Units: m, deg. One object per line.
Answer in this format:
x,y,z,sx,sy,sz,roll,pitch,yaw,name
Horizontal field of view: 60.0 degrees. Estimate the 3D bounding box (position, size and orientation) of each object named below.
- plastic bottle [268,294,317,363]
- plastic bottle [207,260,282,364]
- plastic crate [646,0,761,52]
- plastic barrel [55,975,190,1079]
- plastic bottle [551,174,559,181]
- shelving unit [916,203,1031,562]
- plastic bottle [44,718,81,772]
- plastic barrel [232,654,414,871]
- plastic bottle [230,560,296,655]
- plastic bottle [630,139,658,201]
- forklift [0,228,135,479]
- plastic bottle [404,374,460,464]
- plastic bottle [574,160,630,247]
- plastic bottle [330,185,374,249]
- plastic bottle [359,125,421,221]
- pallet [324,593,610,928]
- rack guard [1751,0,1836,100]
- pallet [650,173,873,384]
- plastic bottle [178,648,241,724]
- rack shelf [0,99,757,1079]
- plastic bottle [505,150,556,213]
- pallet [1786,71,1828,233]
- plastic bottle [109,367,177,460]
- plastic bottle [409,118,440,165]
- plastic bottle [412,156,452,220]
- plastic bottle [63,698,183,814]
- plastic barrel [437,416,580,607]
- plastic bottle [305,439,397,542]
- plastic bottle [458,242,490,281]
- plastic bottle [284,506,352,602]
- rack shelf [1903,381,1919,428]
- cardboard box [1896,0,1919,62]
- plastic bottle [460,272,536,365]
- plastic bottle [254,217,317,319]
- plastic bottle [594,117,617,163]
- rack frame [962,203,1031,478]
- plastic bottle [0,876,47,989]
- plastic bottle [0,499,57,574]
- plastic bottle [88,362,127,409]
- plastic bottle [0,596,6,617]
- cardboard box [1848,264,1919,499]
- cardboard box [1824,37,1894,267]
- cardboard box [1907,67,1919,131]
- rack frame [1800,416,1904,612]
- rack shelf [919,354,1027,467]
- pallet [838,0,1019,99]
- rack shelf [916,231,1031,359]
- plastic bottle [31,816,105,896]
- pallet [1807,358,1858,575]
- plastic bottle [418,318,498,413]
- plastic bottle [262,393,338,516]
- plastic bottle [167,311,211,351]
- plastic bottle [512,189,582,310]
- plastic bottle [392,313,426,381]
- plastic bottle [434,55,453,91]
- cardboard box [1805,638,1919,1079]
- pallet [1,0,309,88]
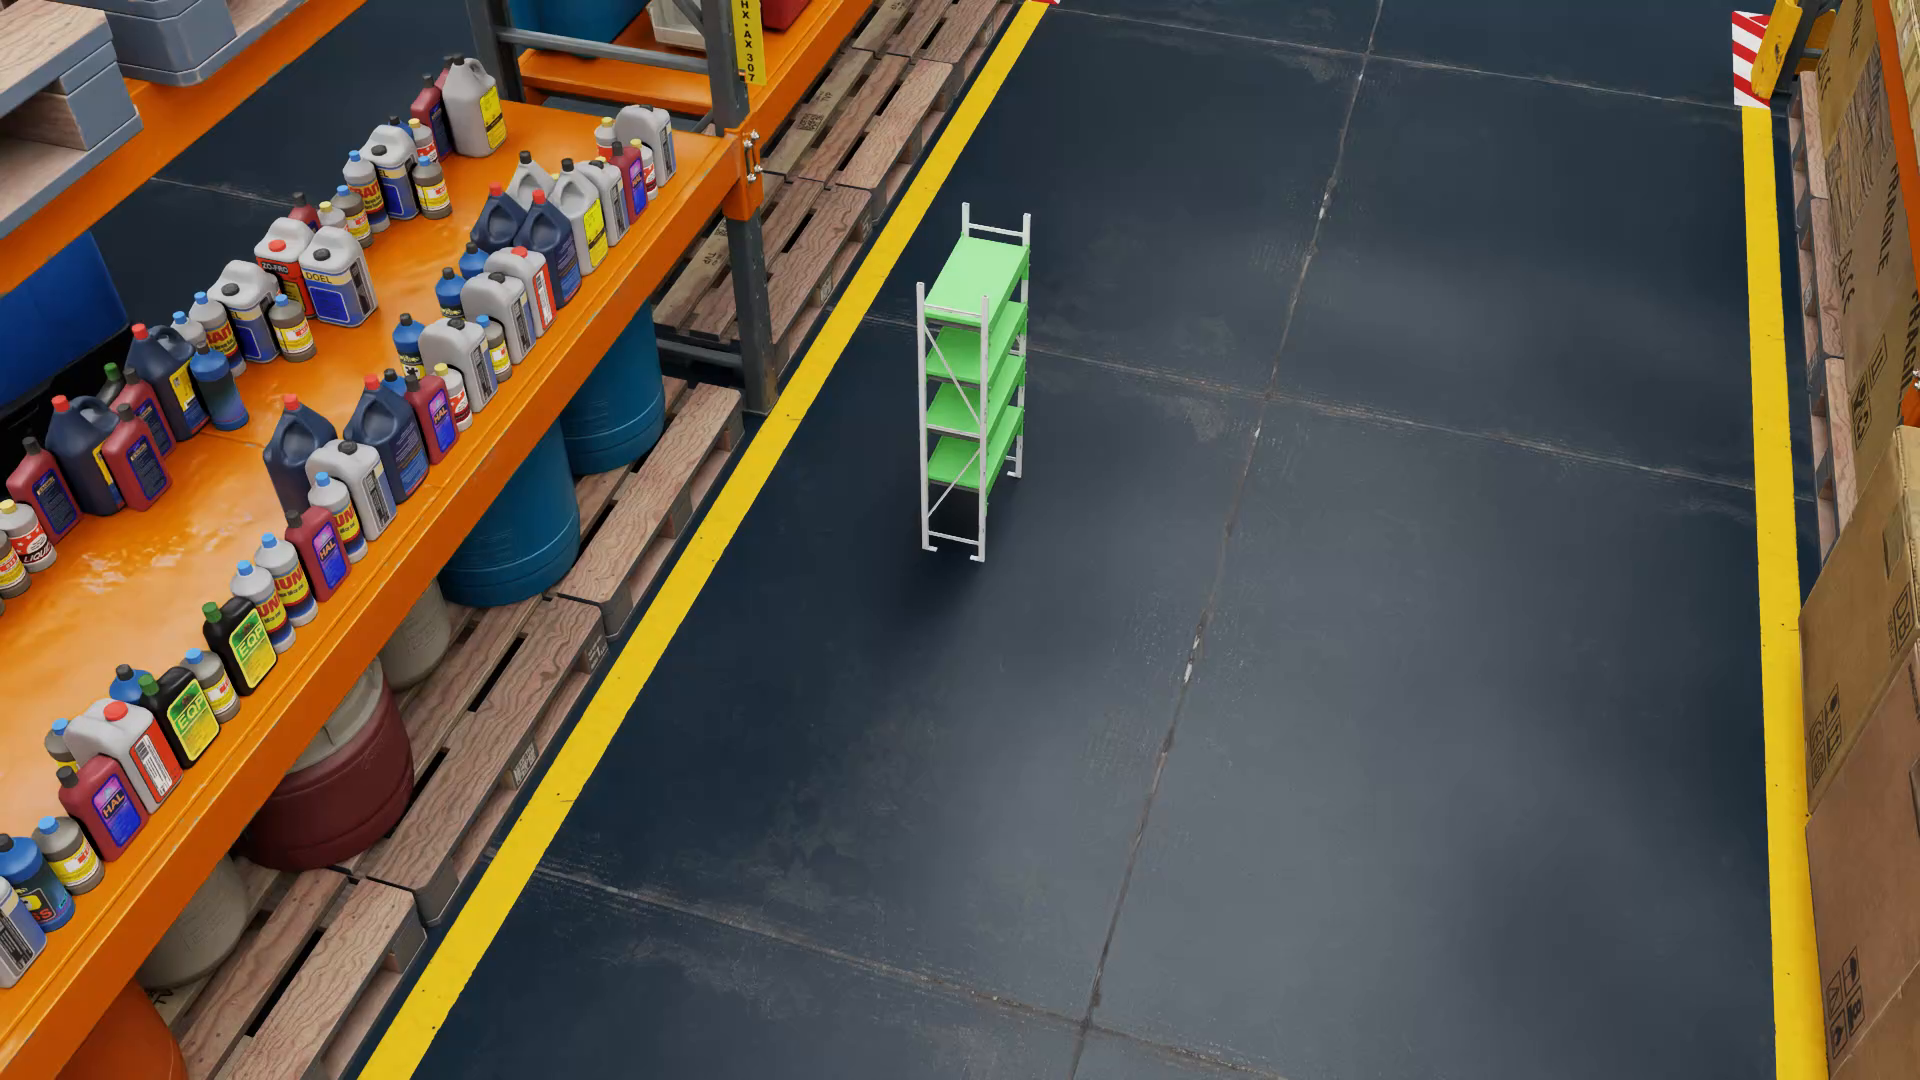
-1.969,-0.631,4.892,0.097,0.201,0.097,0,44,0,plastic bottle
-2.093,-0.671,4.880,0.152,0.276,0.135,13,46,13,plastic bottle
-0.962,-1.922,6.215,0.396,0.136,0.243,13,46,13,plastic crate
-2.319,1.247,4.082,0.600,0.830,0.708,13,46,13,plastic barrel
-1.286,-1.083,5.355,0.097,0.201,0.097,0,44,0,plastic bottle
0.050,-0.539,5.943,0.258,1.200,0.503,13,46,13,shelving unit
-1.996,0.480,3.757,0.097,0.201,0.097,0,44,0,plastic bottle
-1.977,0.580,4.936,0.600,0.588,0.708,13,46,13,plastic barrel
-1.700,0.154,4.039,0.097,0.271,0.097,0,44,0,plastic bottle
-1.060,-1.230,5.504,0.097,0.201,0.097,0,44,0,plastic bottle
-4.504,-0.984,5.160,1.130,2.935,3.031,22,48,21,forklift
-1.452,-0.354,4.551,0.061,0.283,0.133,13,46,13,plastic bottle
-1.161,-1.096,5.314,0.152,0.276,0.135,13,46,13,plastic bottle
-1.944,-1.036,5.306,0.097,0.201,0.097,0,44,0,plastic bottle
-1.854,-1.199,5.419,0.152,0.276,0.135,13,46,13,plastic bottle
-1.881,0.603,5.483,1.003,0.211,1.213,13,46,13,pallet
4.699,-2.455,8.401,1.175,0.500,0.348,13,46,13,rack guard
-1.054,-1.217,7.343,1.003,0.211,1.213,13,46,13,pallet
-1.770,0.333,3.907,0.097,0.201,0.097,0,44,0,plastic bottle
-1.845,-0.125,4.747,1.077,0.370,4.000,13,46,13,rack shelf
-1.343,-1.046,5.210,0.144,0.351,0.185,13,46,13,plastic bottle
4.525,-1.786,7.924,1.003,0.211,1.213,13,46,13,pallet
-2.234,-0.328,4.524,0.061,0.283,0.133,13,46,13,plastic bottle
-1.815,-1.320,5.597,0.097,0.201,0.097,0,44,0,plastic bottle
-1.729,-1.158,5.431,0.097,0.201,0.097,0,44,0,plastic bottle
-1.872,0.467,3.717,0.152,0.276,0.135,13,46,13,plastic bottle
-1.635,-0.284,5.596,0.600,0.901,0.708,13,46,13,plastic barrel
-1.592,-0.149,4.346,0.152,0.276,0.135,13,46,13,plastic bottle
-1.439,-0.772,4.987,0.097,0.271,0.097,0,44,0,plastic bottle
-1.618,0.012,4.176,0.061,0.283,0.133,13,46,13,plastic bottle
2.875,0.924,3.675,1.077,0.370,4.000,13,46,13,rack shelf
3.728,-1.875,6.201,0.380,0.149,0.250,13,46,13,cardboard box
-1.355,-0.670,4.879,0.152,0.276,0.135,13,46,13,plastic bottle
-2.023,-0.826,5.038,0.152,0.276,0.135,13,46,13,plastic bottle
-1.175,-1.327,5.603,0.097,0.201,0.097,0,44,0,plastic bottle
0.124,-0.702,6.109,0.240,1.200,0.015,13,46,13,rack frame
-2.012,0.775,3.402,0.152,0.276,0.135,13,46,13,plastic bottle
-2.406,-0.019,4.267,0.097,0.201,0.097,0,44,0,plastic bottle
-2.292,-0.341,4.537,0.061,0.283,0.133,13,46,13,plastic bottle
-2.465,0.111,4.134,0.097,0.201,0.097,0,44,0,plastic bottle
3.757,-0.480,5.814,0.875,0.875,0.875,13,46,13,cardboard box
4.299,-1.673,7.034,0.875,0.875,0.875,13,46,13,cardboard box
3.572,-1.535,5.854,0.380,0.149,0.250,13,46,13,cardboard box
3.481,-0.666,4.786,1.000,3.000,0.127,13,46,13,rack frame
0.050,-0.493,5.988,0.258,0.148,0.480,13,46,13,rack shelf
-0.315,-2.843,9.005,1.003,0.211,1.213,13,46,13,pallet
0.050,-0.837,5.652,0.258,0.148,0.480,13,46,13,rack shelf
-1.921,0.666,3.567,0.097,0.201,0.097,0,44,0,plastic bottle
3.786,-0.160,6.262,1.003,0.211,1.213,13,46,13,pallet
-1.425,-0.516,4.721,0.152,0.276,0.135,13,46,13,plastic bottle
-1.725,-0.224,4.369,0.144,0.351,0.185,13,46,13,plastic bottle
-2.184,-0.533,4.742,0.097,0.271,0.097,0,44,0,plastic bottle
-1.262,-0.892,5.052,0.144,0.351,0.185,13,46,13,plastic bottle
-1.550,-0.528,4.737,0.097,0.271,0.097,0,44,0,plastic bottle
-1.757,-1.519,5.741,0.061,0.283,0.133,13,46,13,plastic bottle
3.036,0.970,4.333,1.225,0.875,0.875,11,45,11,cardboard box
-1.724,-1.420,3.547,1.003,0.211,1.213,13,46,13,pallet
